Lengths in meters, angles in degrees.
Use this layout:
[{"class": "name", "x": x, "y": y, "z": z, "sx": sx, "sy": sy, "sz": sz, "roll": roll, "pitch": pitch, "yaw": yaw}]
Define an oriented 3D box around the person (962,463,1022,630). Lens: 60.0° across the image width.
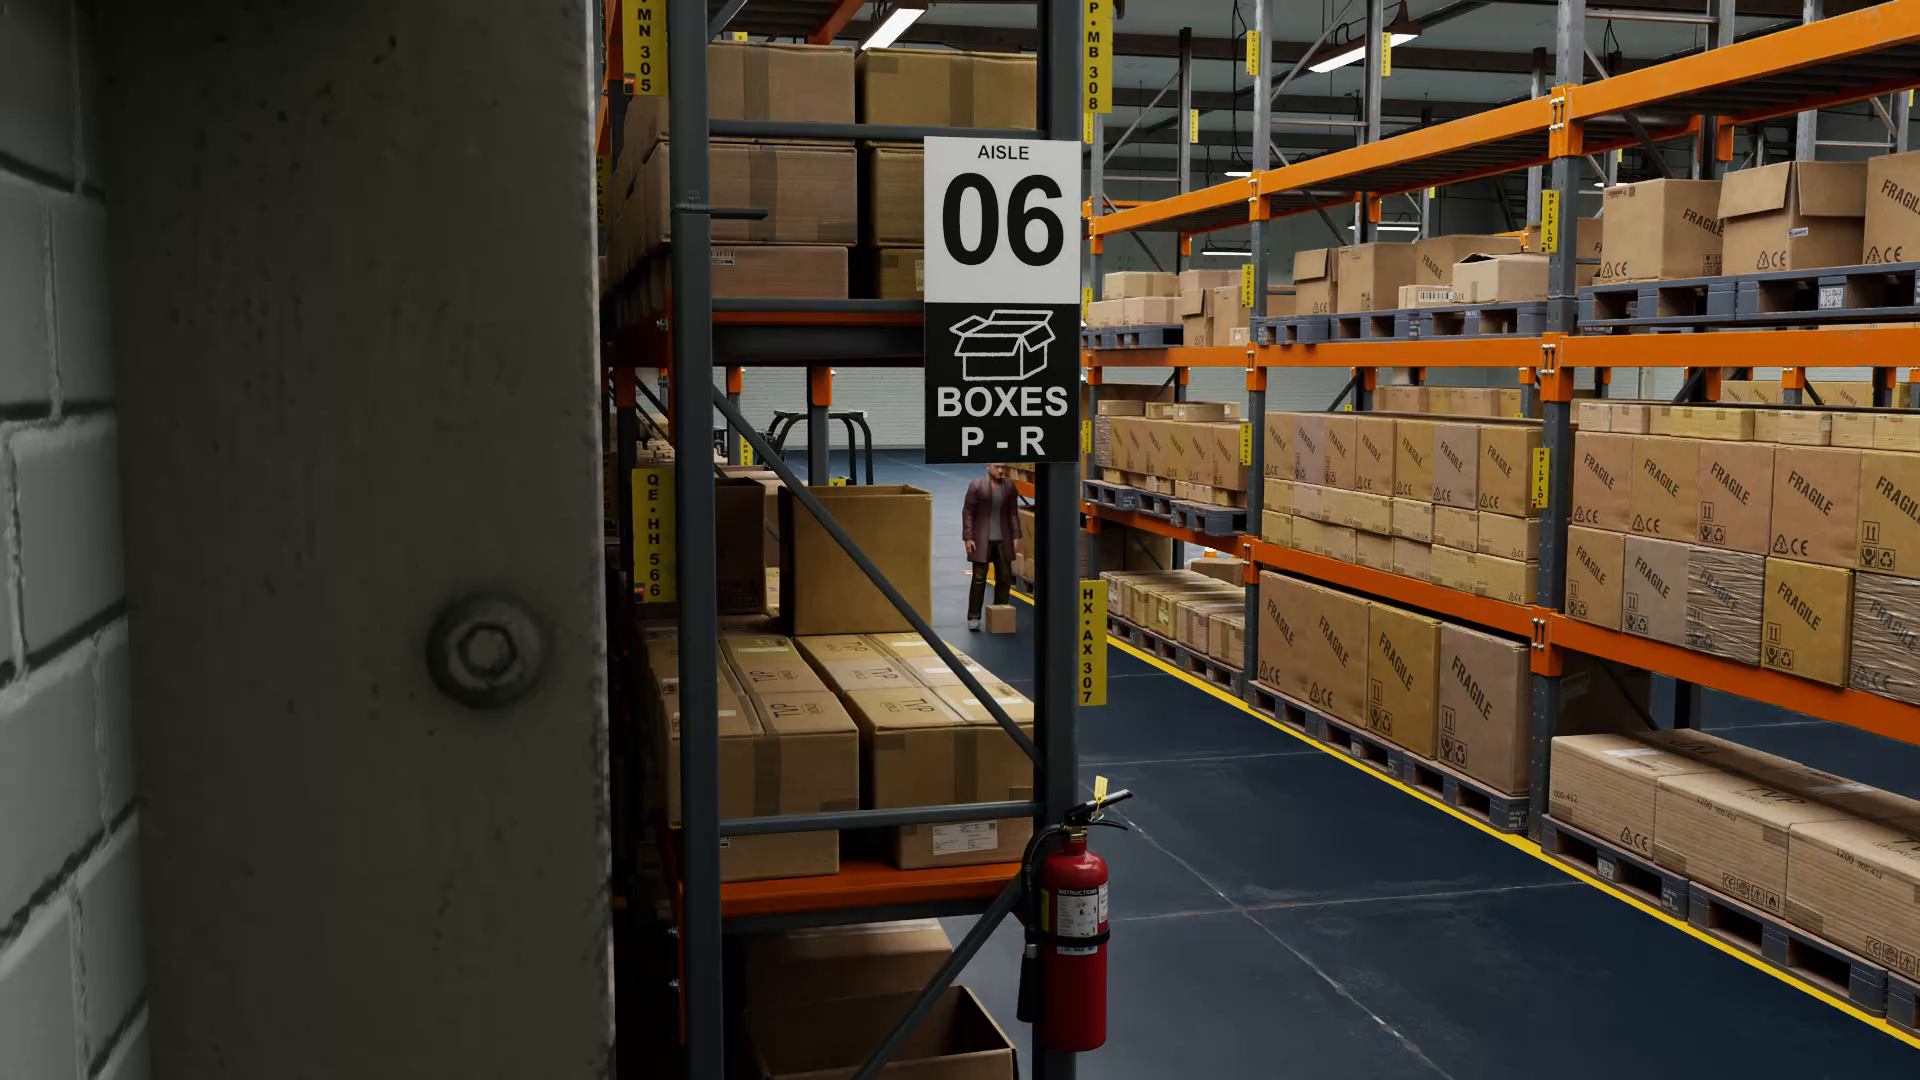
[{"class": "person", "x": 0.330, "y": 0.009, "z": 16.804, "sx": 0.647, "sy": 1.772, "sz": 0.433, "roll": -2, "pitch": 6, "yaw": -20}]
